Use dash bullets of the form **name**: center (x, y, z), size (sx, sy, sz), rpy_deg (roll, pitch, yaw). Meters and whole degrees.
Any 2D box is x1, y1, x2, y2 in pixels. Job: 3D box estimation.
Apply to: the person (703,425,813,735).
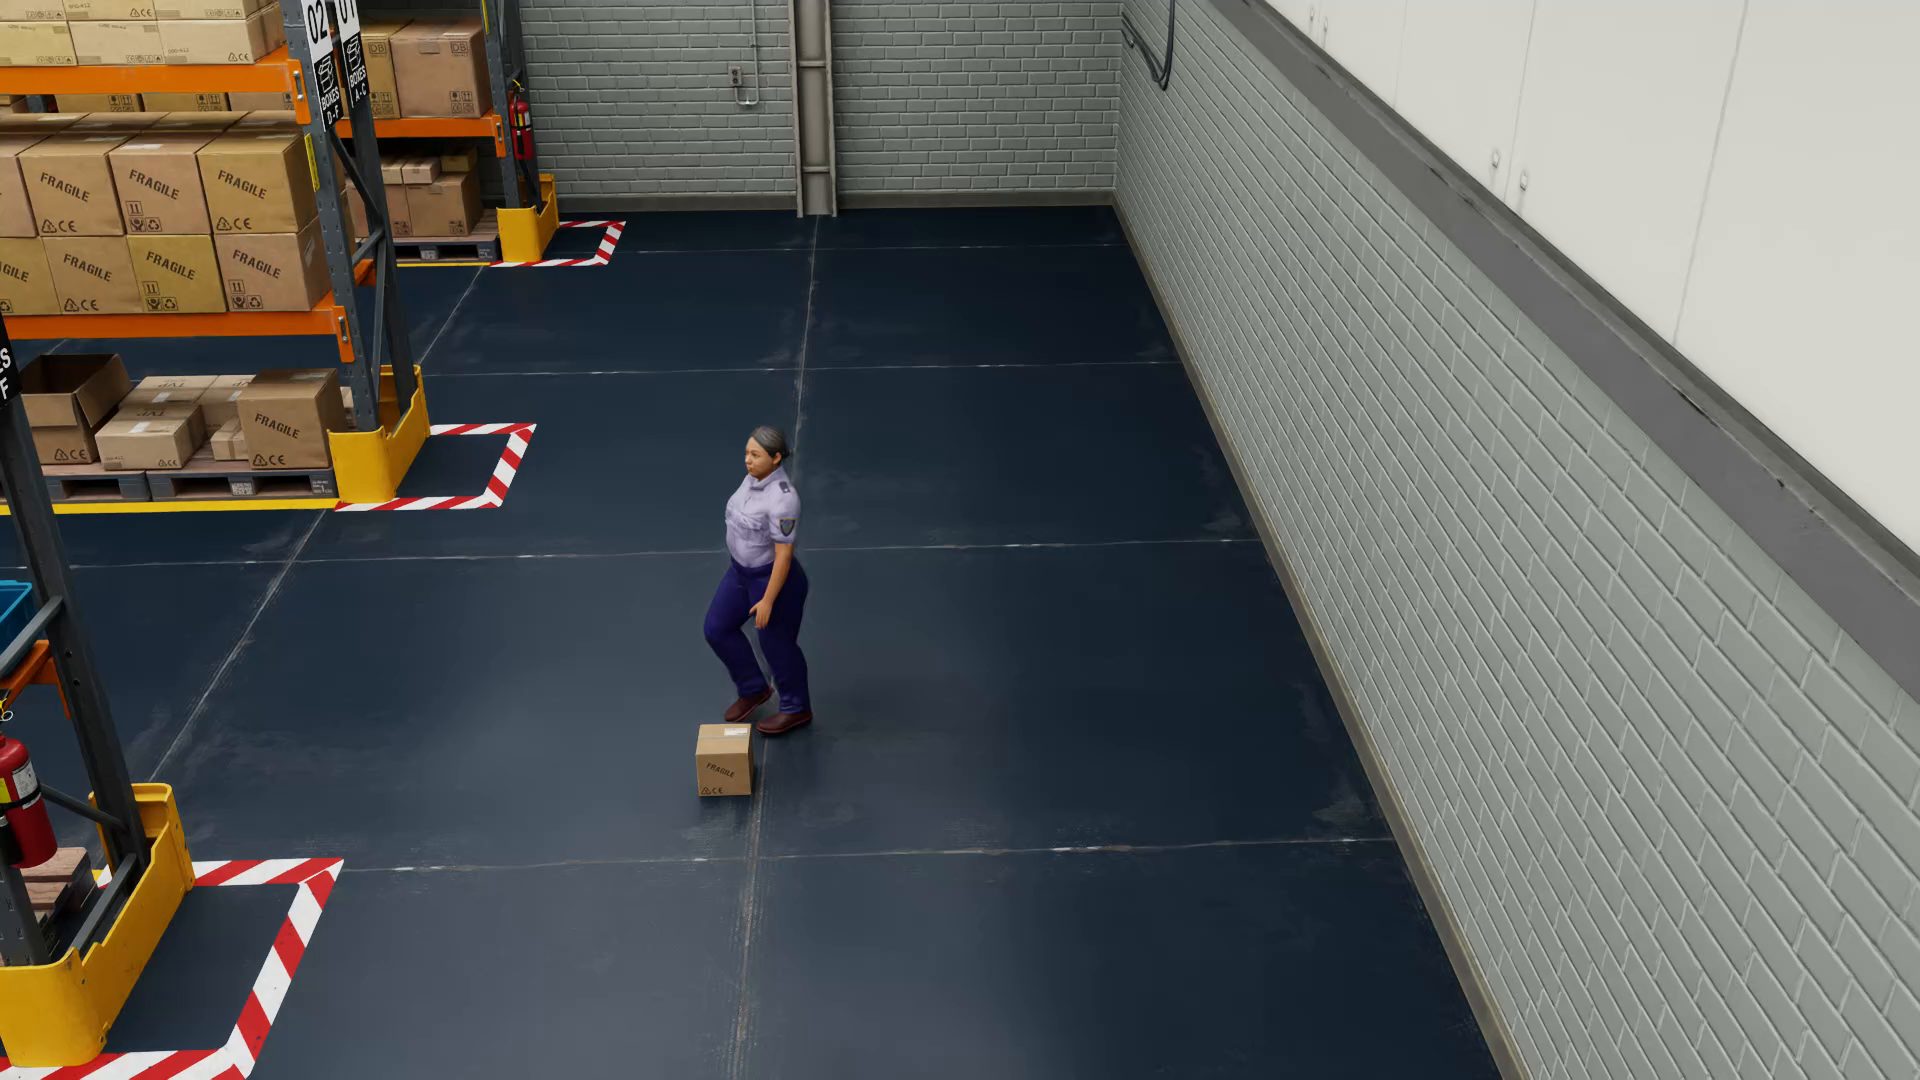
- **person**: center (-1.003, 0.233, 8.188), size (0.457, 1.673, 0.523), rpy_deg (-15, 31, -26)
